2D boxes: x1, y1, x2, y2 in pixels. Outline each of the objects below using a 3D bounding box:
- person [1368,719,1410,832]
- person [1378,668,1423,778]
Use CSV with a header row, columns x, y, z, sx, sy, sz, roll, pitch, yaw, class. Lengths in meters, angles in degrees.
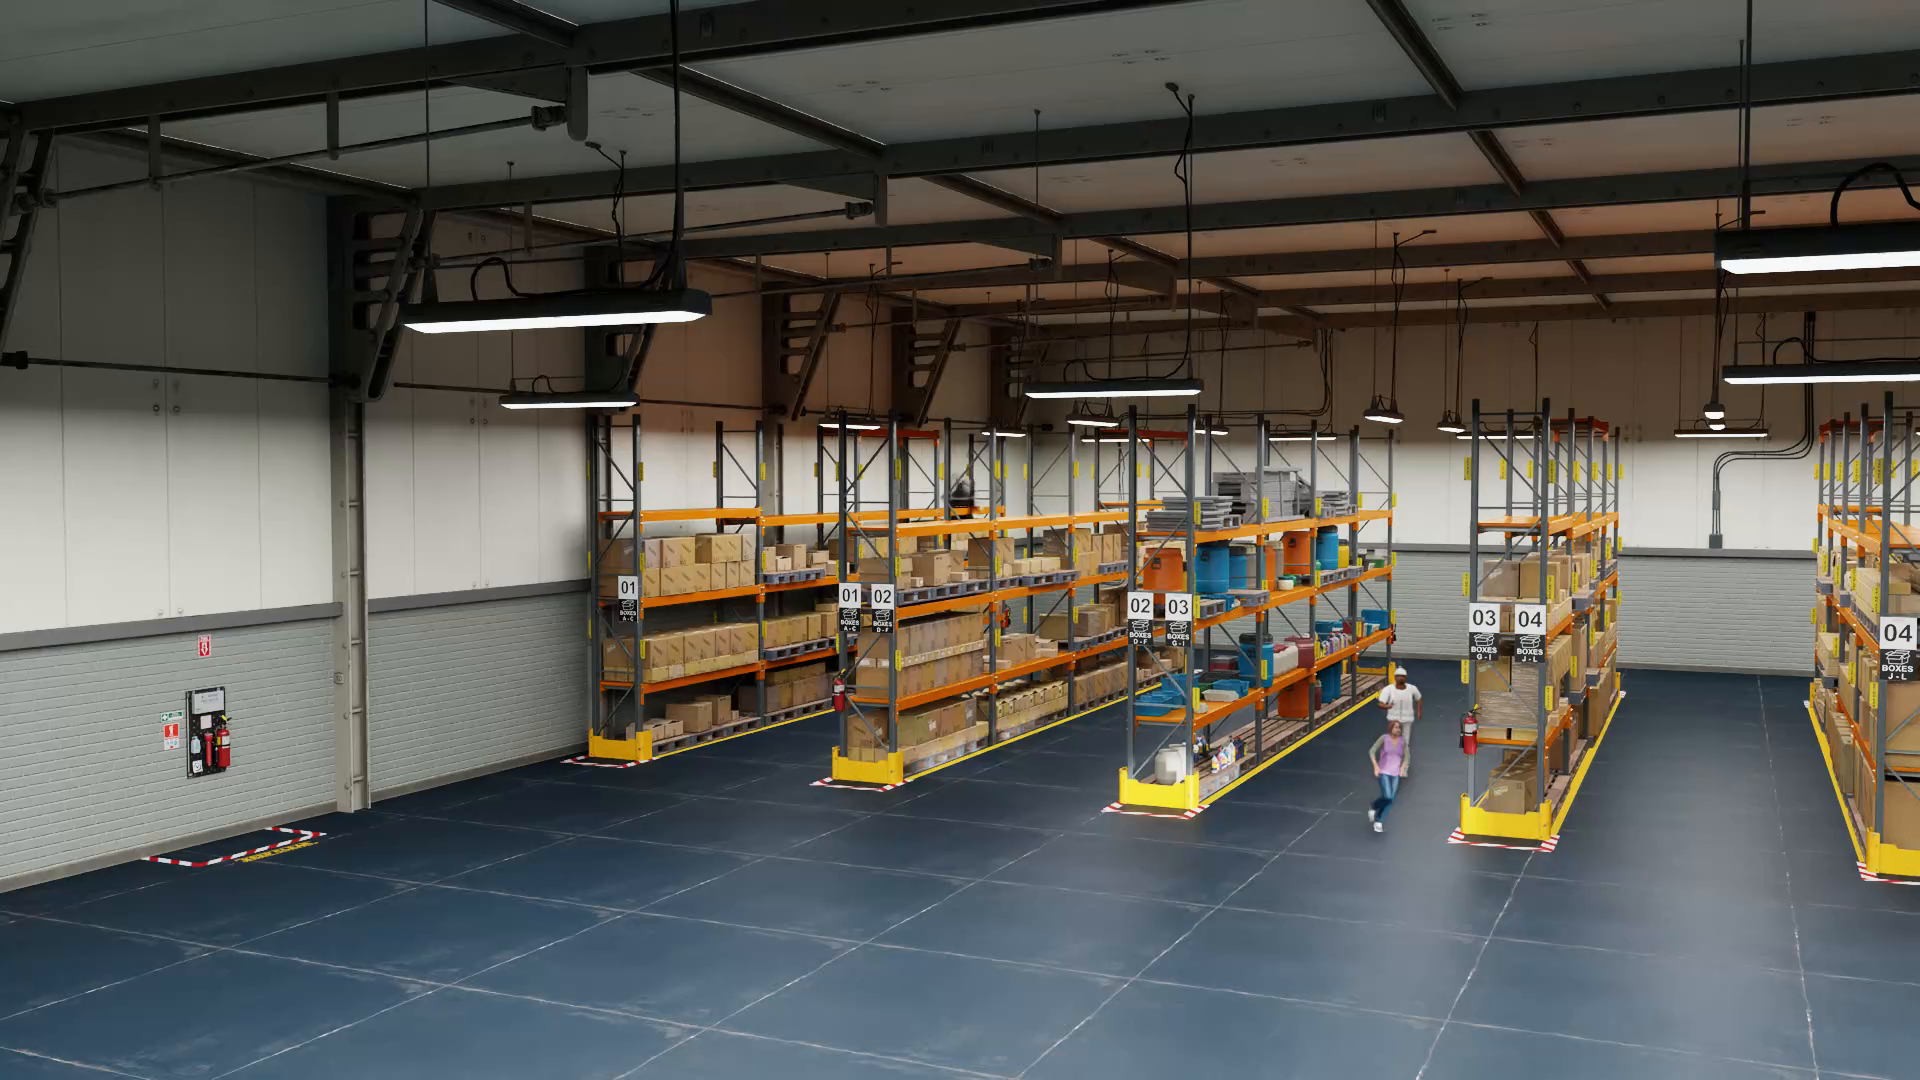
x,y,z,sx,sy,sz,roll,pitch,yaw,class
6.021,3.285,23.214,0.528,1.557,0.510,0,2,-8,person
7.258,2.978,27.409,0.712,1.744,0.961,1,2,14,person
